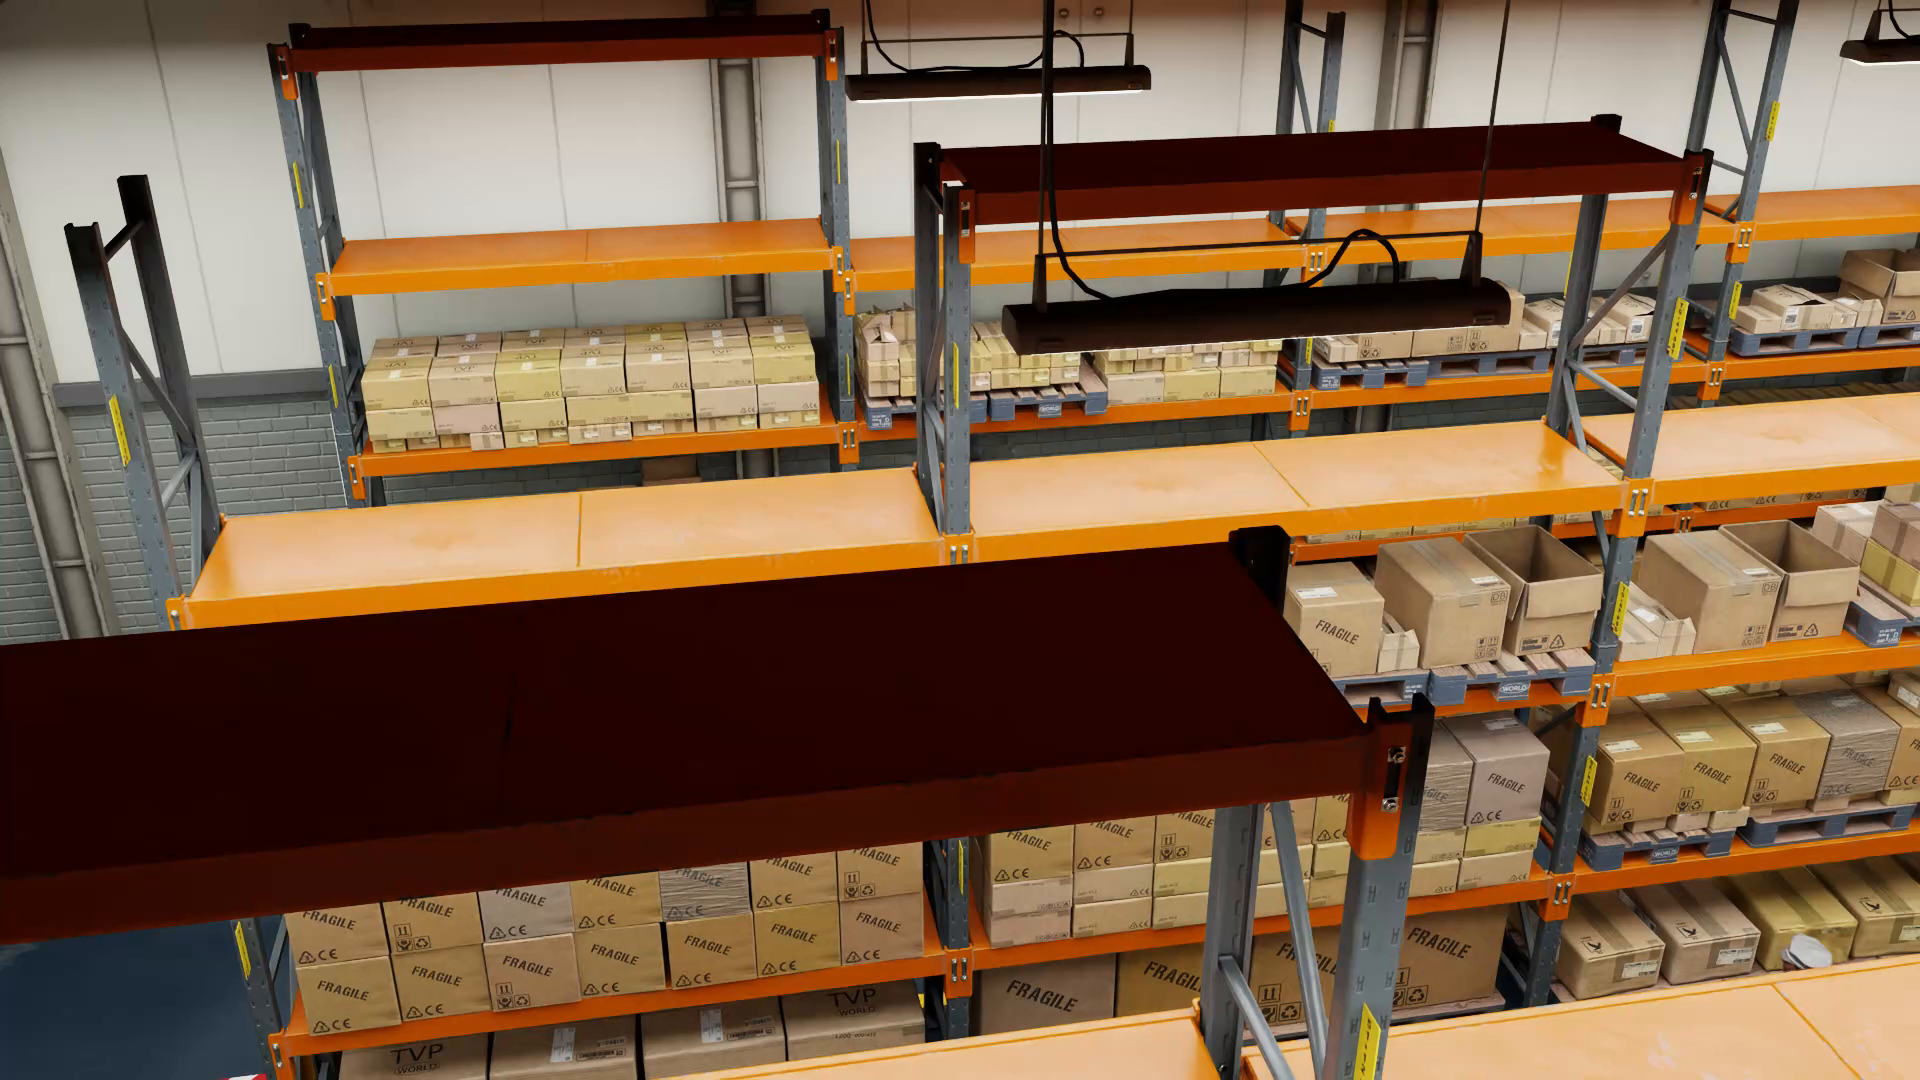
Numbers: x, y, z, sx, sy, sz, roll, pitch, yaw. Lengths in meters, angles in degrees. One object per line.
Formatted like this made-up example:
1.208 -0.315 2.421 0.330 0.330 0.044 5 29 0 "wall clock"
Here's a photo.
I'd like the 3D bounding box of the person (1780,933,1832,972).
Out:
4.945 3.099 9.988 0.761 1.688 0.410 -9 27 -19 "person"
